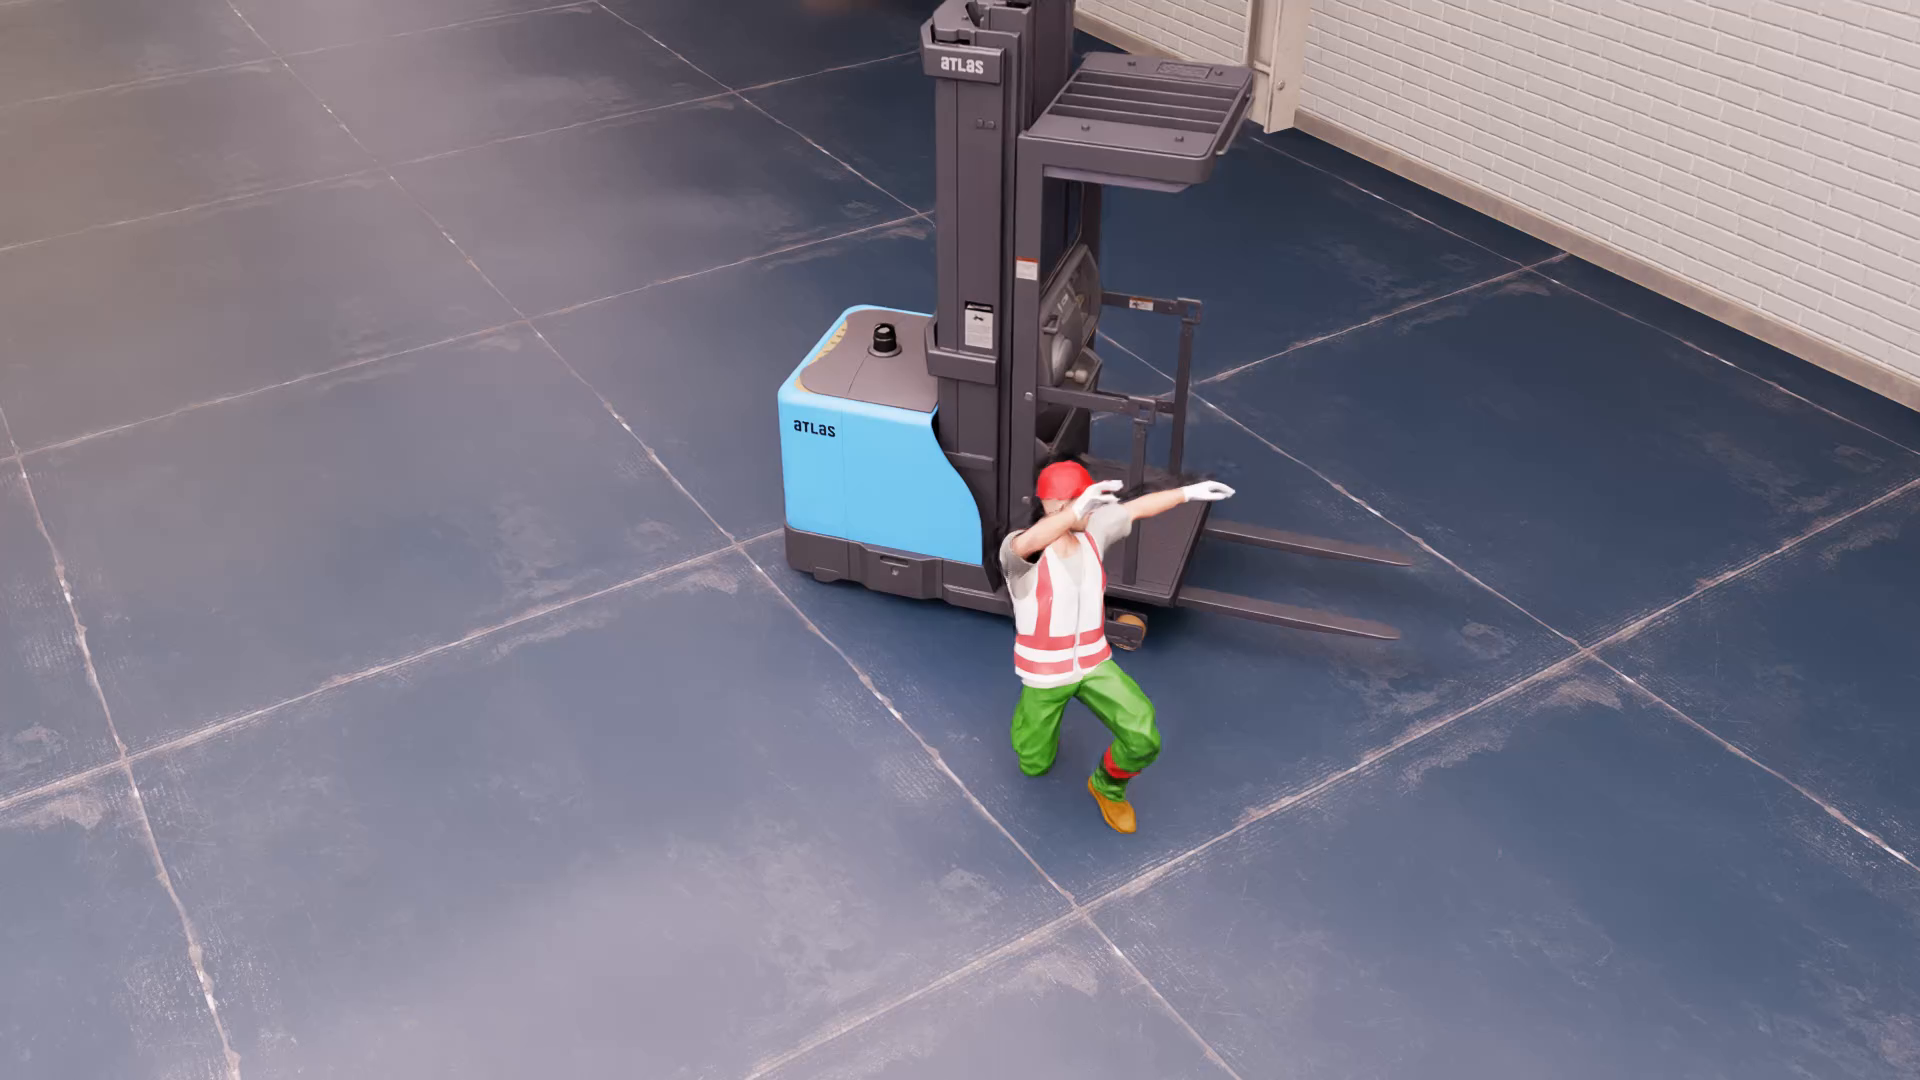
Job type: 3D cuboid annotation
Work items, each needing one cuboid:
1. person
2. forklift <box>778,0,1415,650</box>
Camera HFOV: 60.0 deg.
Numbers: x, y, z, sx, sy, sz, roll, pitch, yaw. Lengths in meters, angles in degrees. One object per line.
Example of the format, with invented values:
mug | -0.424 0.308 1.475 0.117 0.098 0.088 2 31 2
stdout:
person | 0.726 0.397 6.775 1.112 1.596 0.862 -12 37 -16
forklift | 0.695 -1.019 7.598 3.031 2.935 1.130 11 37 15
